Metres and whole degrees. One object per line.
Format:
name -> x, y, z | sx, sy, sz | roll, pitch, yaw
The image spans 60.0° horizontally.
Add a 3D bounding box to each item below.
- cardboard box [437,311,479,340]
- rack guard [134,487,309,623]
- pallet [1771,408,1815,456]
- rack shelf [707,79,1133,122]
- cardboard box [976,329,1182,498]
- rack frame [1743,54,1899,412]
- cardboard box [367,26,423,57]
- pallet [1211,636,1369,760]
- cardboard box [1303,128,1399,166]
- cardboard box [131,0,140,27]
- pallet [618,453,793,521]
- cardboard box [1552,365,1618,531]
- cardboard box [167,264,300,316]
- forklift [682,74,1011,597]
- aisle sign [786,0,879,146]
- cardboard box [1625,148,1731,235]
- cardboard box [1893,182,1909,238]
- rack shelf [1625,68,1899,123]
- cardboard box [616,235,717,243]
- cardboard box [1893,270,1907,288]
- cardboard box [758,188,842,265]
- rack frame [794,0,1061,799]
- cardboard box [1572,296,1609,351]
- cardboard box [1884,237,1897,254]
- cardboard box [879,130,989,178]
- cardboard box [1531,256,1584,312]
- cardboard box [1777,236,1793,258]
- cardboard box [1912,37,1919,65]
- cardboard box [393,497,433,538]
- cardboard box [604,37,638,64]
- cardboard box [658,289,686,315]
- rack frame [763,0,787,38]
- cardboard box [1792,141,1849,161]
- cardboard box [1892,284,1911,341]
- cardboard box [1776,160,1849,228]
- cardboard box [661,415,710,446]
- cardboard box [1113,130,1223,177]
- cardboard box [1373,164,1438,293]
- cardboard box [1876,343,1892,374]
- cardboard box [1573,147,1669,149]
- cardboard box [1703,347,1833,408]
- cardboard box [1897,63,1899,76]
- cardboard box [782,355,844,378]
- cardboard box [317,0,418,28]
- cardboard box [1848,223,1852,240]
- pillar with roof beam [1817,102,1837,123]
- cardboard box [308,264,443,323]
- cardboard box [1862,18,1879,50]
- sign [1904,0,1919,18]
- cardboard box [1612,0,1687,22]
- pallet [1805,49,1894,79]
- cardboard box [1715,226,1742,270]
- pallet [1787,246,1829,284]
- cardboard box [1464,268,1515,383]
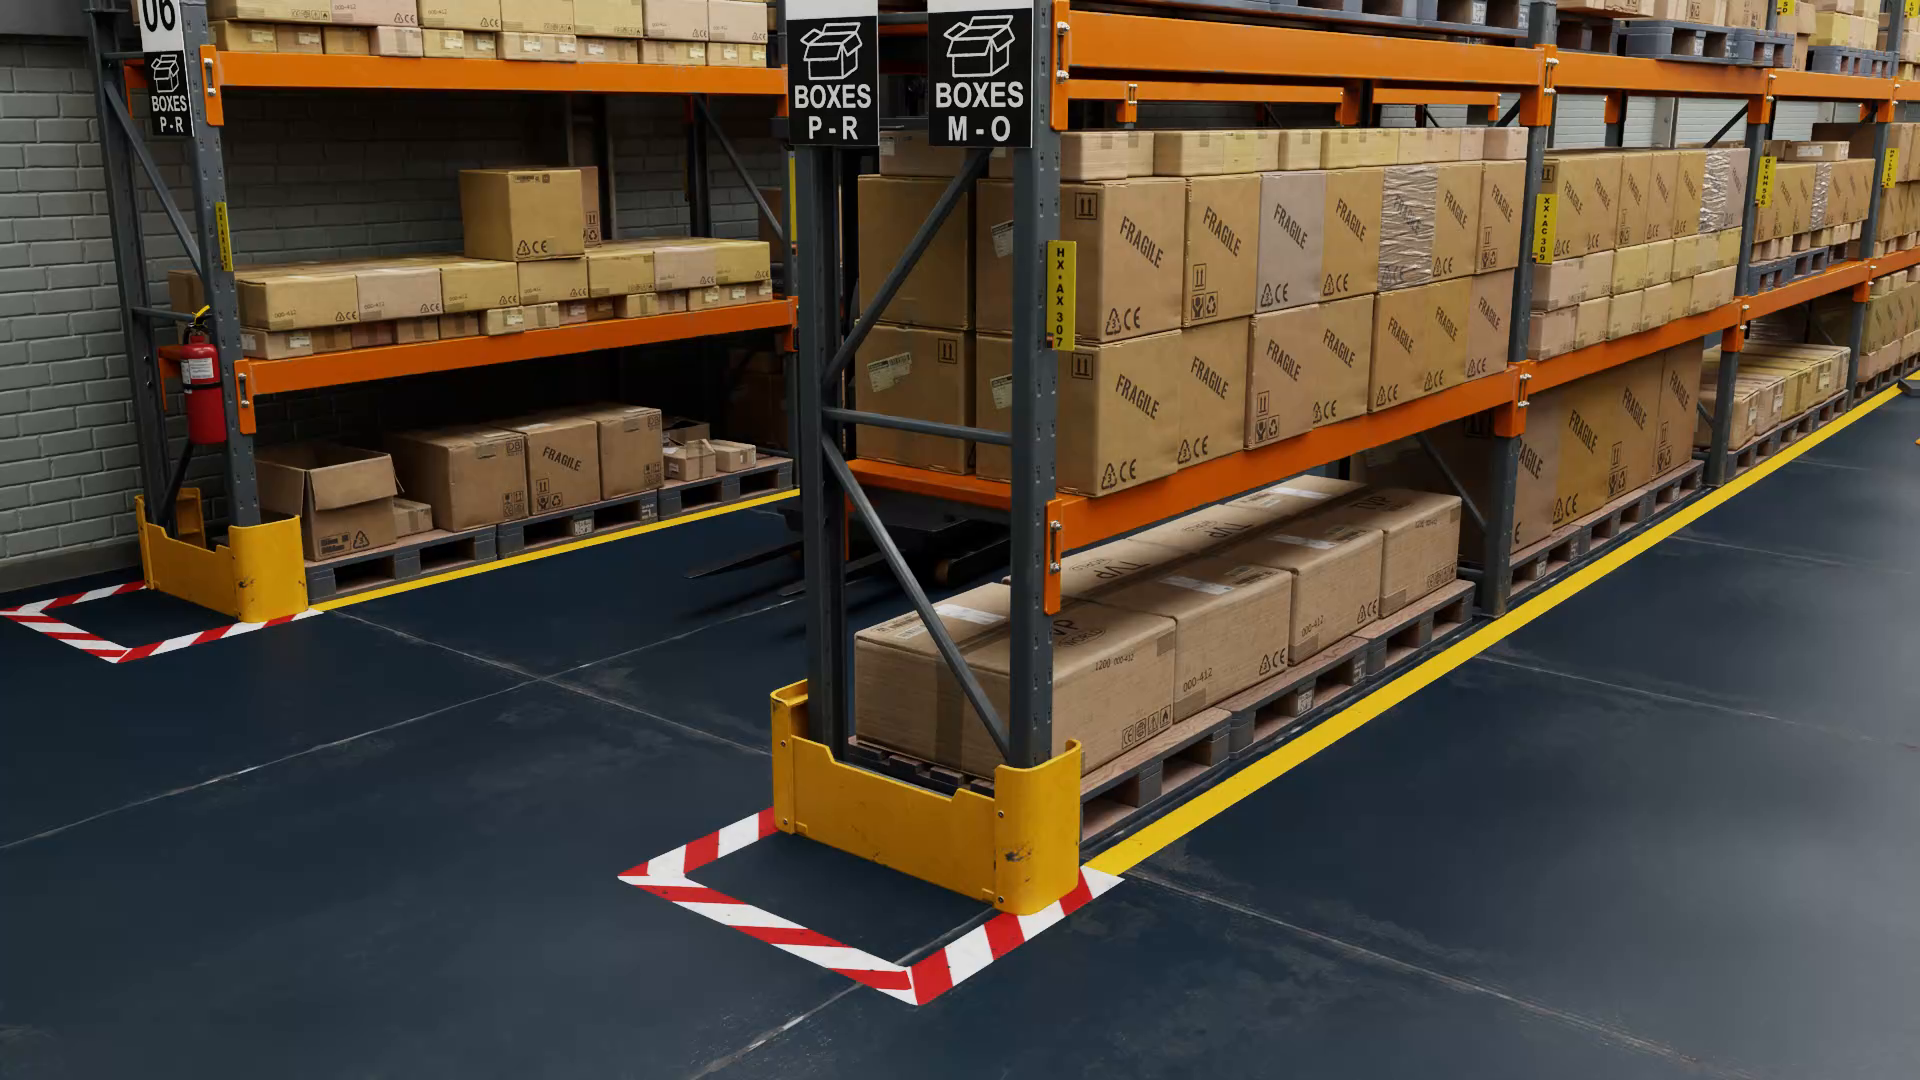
cardboard box -> -2.936, -1.233, 9.393 | 0.380, 0.149, 0.250 | 12, 18, 38
rack guard -> -3.939, 0.065, 8.851 | 1.175, 0.500, 0.348 | 11, 18, 38
pallet -> 6.164, -0.927, 13.343 | 1.003, 0.211, 1.213 | 11, 18, 38
rack shelf -> -0.216, -3.386, 12.728 | 1.077, 0.370, 4.000 | 11, 18, 38
cardboard box -> 0.401, -0.460, 5.640 | 0.500, 0.500, 0.500 | 11, 18, 37
rack frame -> 7.419, -2.662, 14.511 | 1.000, 3.000, 0.127 | 11, 18, 38
cardboard box -> -3.050, -2.621, 8.768 | 0.380, 0.149, 0.250 | 12, 18, 39
pallet -> 1.085, 0.589, 7.374 | 1.003, 0.211, 1.213 | 11, 18, 38
cardboard box -> 1.592, -1.635, 6.914 | 0.380, 0.149, 0.250 | 11, 18, 36
cardboard box -> -3.919, -2.784, 8.599 | 0.500, 0.250, 0.500 | 11, 18, 37
pallet -> -1.905, -0.415, 11.327 | 1.003, 0.211, 1.213 | 11, 18, 38
cardboard box -> 3.280, -0.609, 9.892 | 0.875, 0.875, 0.875 | 12, 19, 39
cardboard box -> -3.904, -1.332, 8.976 | 0.500, 0.250, 0.500 | 12, 19, 39
forklift -> -0.333, -1.290, 9.249 | 1.130, 2.935, 3.031 | 9, 17, 31
aisle sign -> -0.410, -1.658, 5.279 | 0.394, 0.787, 0.004 | 11, 18, 38
cardboard box -> 4.467, -2.190, 10.419 | 0.500, 0.500, 0.500 | 12, 18, 39
cardboard box -> 8.209, -2.996, 15.017 | 0.500, 0.500, 0.500 | 11, 18, 37
rack shelf -> 6.162, -3.385, 12.723 | 1.077, 0.370, 4.000 | 11, 18, 38
cardboard box -> -1.994, -1.916, 11.274 | 0.500, 0.250, 0.500 | 11, 18, 37
cardboard box -> 8.613, -2.448, 15.557 | 0.380, 0.149, 0.250 | 13, 19, 41
cardboard box -> -0.995, -2.208, 11.666 | 0.700, 0.500, 0.500 | 12, 18, 39
rack frame -> -0.124, -0.364, 5.465 | 1.000, 3.000, 0.127 | 11, 18, 38
cardboard box -> 3.196, -1.200, 9.061 | 0.500, 0.250, 0.500 | 11, 18, 36
cardboard box -> 8.310, -2.705, 15.190 | 0.380, 0.149, 0.250 | 12, 19, 39
cardboard box -> -0.054, -1.312, 5.642 | 0.380, 0.149, 0.250 | 12, 18, 38
cardboard box -> 2.886, -1.341, 8.597 | 0.500, 0.250, 0.500 | 11, 18, 36
cardboard box -> 5.854, -2.155, 12.172 | 0.380, 0.149, 0.250 | 11, 18, 38
cardboard box -> 8.225, -4.330, 14.683 | 0.500, 0.250, 0.500 | 11, 18, 37
cardboard box -> -3.231, -0.131, 9.485 | 0.380, 0.149, 0.250 | 10, 18, 35
cardboard box -> -2.149, -2.926, 9.966 | 0.380, 0.149, 0.250 | 12, 19, 39
cardboard box -> -1.954, -1.523, 10.536 | 0.380, 0.149, 0.250 | 12, 18, 39
rack frame -> -1.473, -4.805, 10.762 | 1.000, 3.000, 0.127 | 11, 18, 38
cardboard box -> 6.881, -3.116, 13.318 | 0.380, 0.149, 0.250 | 11, 18, 36
cardboard box -> 8.654, -2.171, 15.787 | 0.500, 0.500, 0.500 | 12, 19, 40
cardboard box -> 6.667, -2.742, 13.163 | 0.500, 0.500, 0.500 | 12, 19, 39
cardboard box -> -2.072, -0.708, 11.426 | 0.500, 0.311, 0.500 | 12, 19, 39
cardboard box -> 0.677, -1.330, 5.716 | 0.380, 0.149, 0.250 | 12, 19, 39
cardboard box -> 1.671, -1.335, 7.054 | 0.500, 0.500, 0.500 | 12, 18, 38
cardboard box -> 8.326, -1.708, 15.488 | 0.500, 0.250, 0.500 | 13, 19, 41
cardboard box -> 4.404, -2.373, 11.137 | 0.500, 0.500, 0.500 | 11, 18, 36
cardboard box -> 6.642, -1.353, 13.842 | 0.950, 0.372, 0.625 | 13, 19, 41
cardboard box -> 7.809, -4.016, 14.259 | 0.380, 0.149, 0.250 | 11, 18, 37
cardboard box -> -1.040, -1.232, 11.786 | 0.380, 0.149, 0.250 | 12, 19, 40
cardboard box -> -3.192, -2.800, 8.662 | 0.500, 0.250, 0.500 | 12, 18, 39
cardboard box -> 7.130, -2.555, 13.746 | 0.380, 0.149, 0.250 | 11, 18, 36
pillar with roof beam -> 23.364, -11.040, 35.303 | 9.100, 9.000, 0.400 | 11, 18, 38
cardboard box -> -3.175, -1.345, 9.026 | 0.500, 0.250, 0.500 | 12, 18, 38
cardboard box -> 7.164, -4.113, 13.580 | 0.500, 0.250, 0.500 | 11, 18, 36
sign -> 7.853, -4.473, 13.694 | 0.100, 0.325, 0.005 | 11, 18, 38
cardboard box -> 3.811, -3.018, 9.240 | 0.396, 0.266, 0.258 | 13, 19, 42
pallet -> 6.948, -3.923, 13.764 | 1.213, 0.211, 1.003 | 11, 18, 38
cardboard box -> 4.798, -1.934, 10.933 | 0.500, 0.250, 0.500 | 11, 18, 37
pallet -> 6.117, -2.189, 13.037 | 1.003, 0.211, 1.213 | 11, 18, 38
cardboard box -> 2.298, -1.050, 7.963 | 0.500, 0.500, 0.500 | 11, 18, 38
